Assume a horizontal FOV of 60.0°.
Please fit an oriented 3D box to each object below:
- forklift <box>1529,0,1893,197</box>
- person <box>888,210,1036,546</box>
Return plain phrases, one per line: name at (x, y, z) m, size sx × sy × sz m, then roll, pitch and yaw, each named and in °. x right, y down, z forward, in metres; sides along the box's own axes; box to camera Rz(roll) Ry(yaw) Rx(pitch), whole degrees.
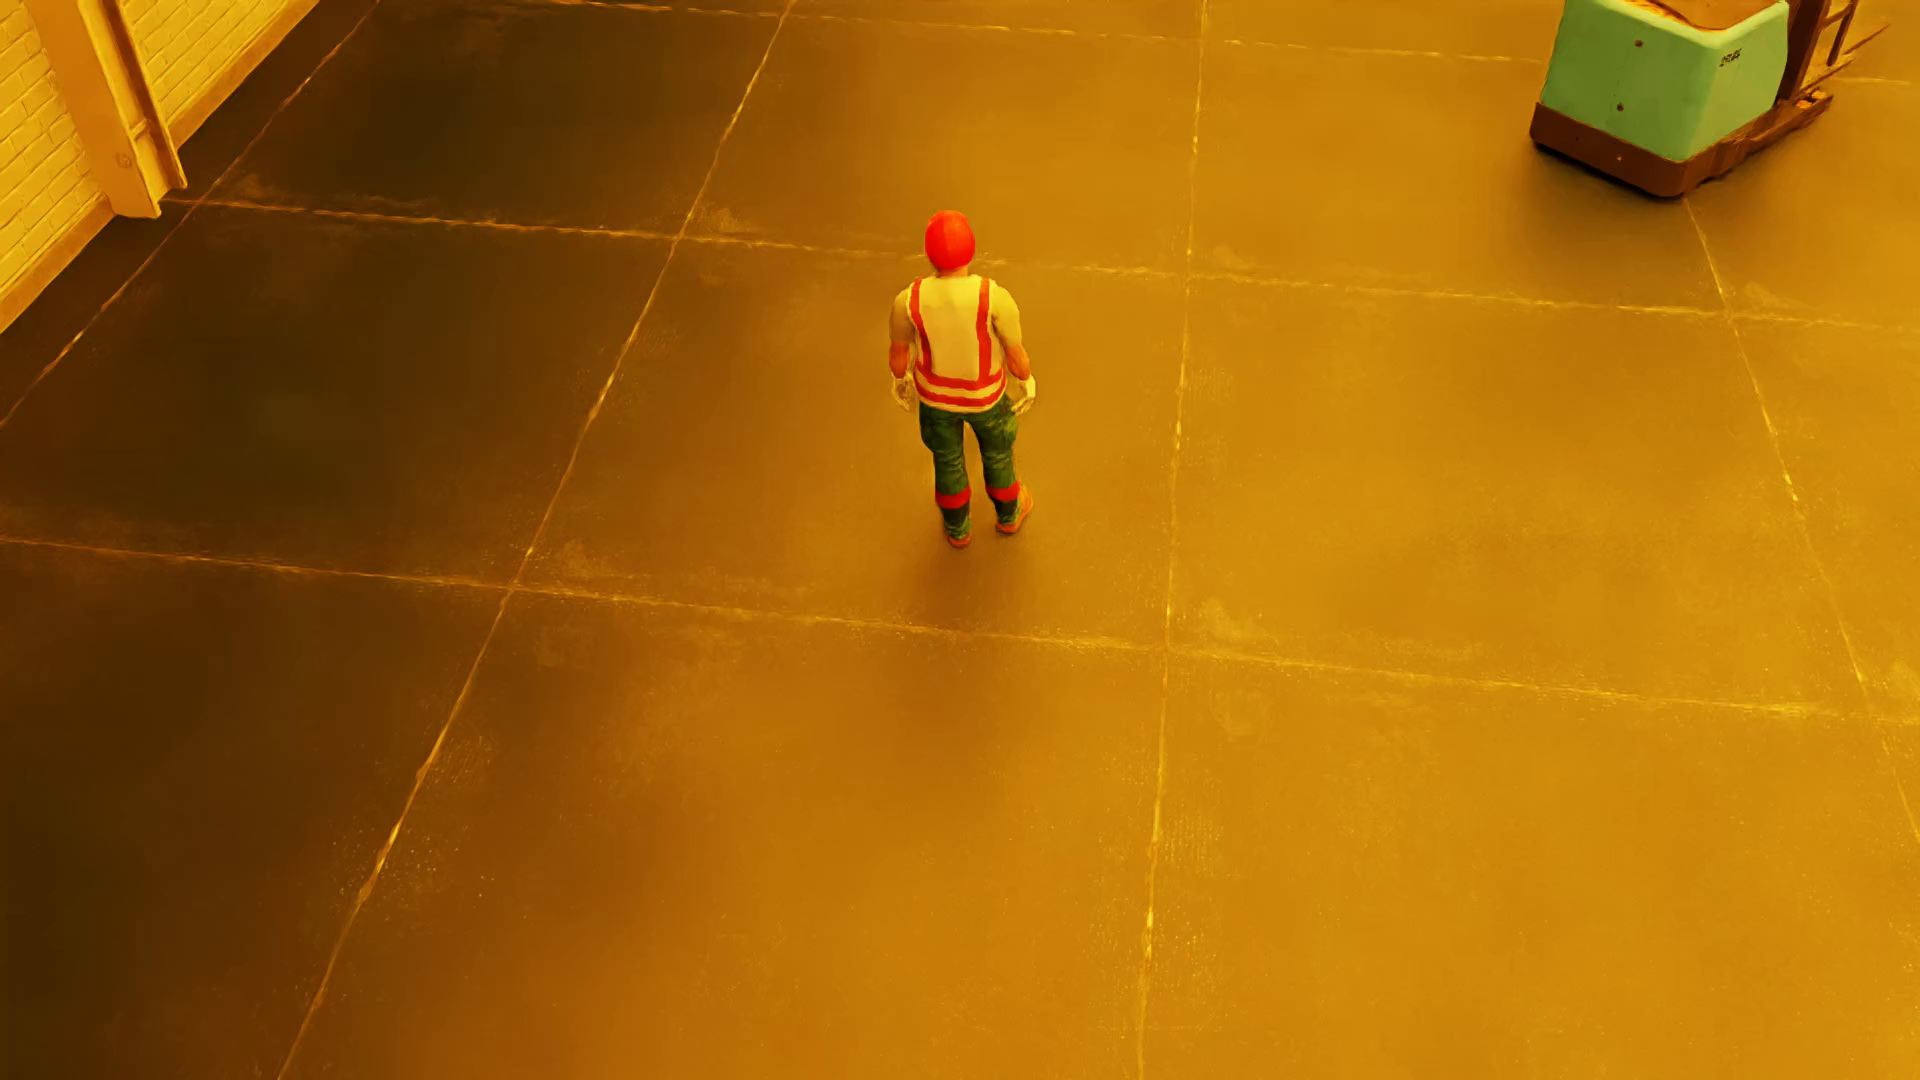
forklift at (5.070, -4.007, 10.086) m, size 3.031 × 2.935 × 1.130 m, roll -30°, pitch 50°, yaw -29°
person at (0.022, -0.717, 7.339) m, size 0.637 × 1.787 × 0.563 m, roll 5°, pitch 43°, yaw 6°
